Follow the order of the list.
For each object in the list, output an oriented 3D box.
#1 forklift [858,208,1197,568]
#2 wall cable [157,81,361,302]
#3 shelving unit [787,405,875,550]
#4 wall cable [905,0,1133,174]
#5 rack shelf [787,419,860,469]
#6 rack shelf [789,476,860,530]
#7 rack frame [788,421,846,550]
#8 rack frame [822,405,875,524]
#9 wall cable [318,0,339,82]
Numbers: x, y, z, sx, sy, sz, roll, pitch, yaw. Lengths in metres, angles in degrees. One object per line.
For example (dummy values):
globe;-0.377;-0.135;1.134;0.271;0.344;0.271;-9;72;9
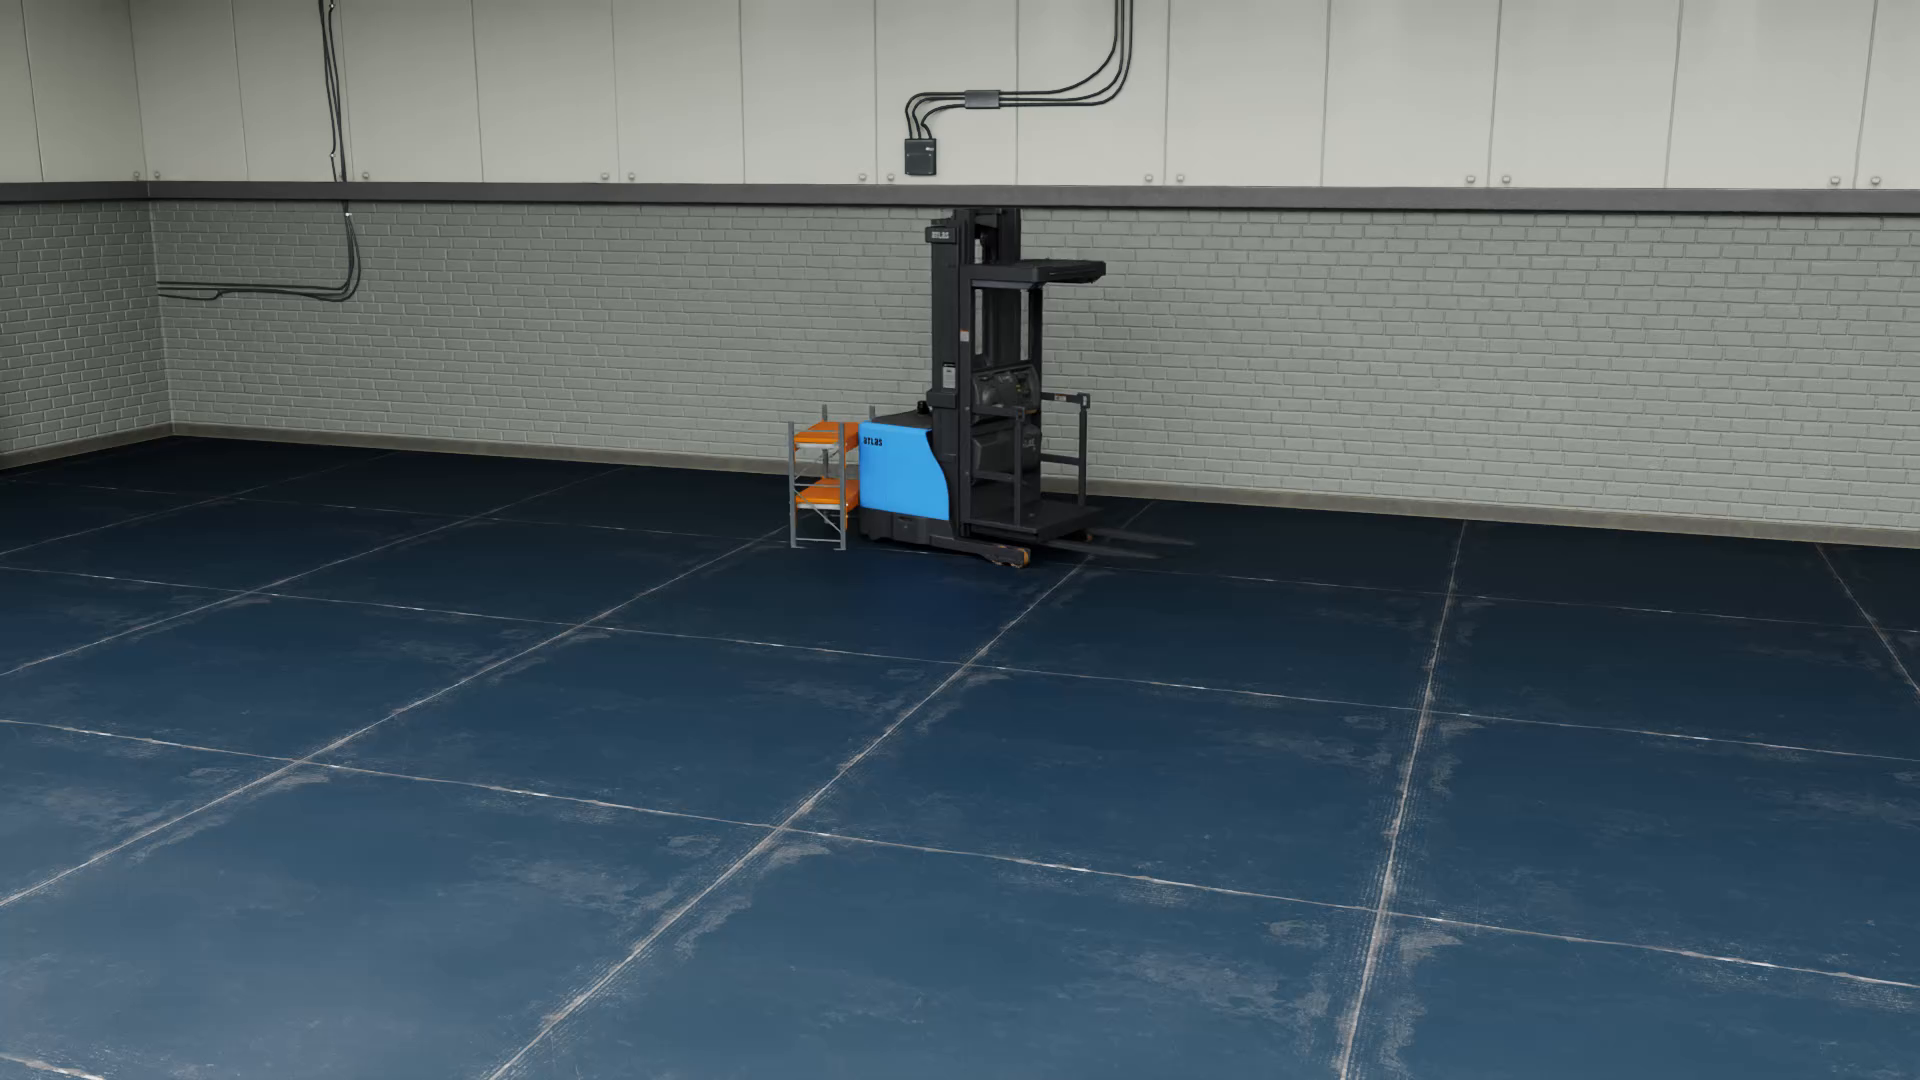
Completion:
forklift;0.567;-1.325;14.205;3.031;2.935;1.130;9;16;36
wall cable;-8.435;-4.072;19.585;3.097;2.526;0.112;4;14;18
shelving unit;-1.141;-0.585;15.022;0.538;1.125;1.048;3;13;12
wall cable;0.542;-6.557;15.852;2.305;6.003;0.169;4;14;18
rack shelf;-1.141;-0.870;14.957;0.538;0.278;1.000;3;13;12
rack shelf;-1.141;-0.346;15.076;0.538;0.278;1.000;3;13;12
rack frame;-1.248;-0.474;14.537;0.500;1.125;0.032;3;13;12
rack frame;-1.035;-0.695;15.507;0.500;1.125;0.032;3;13;12
wall cable;-5.876;-6.340;18.170;3.097;2.526;0.112;4;14;18
